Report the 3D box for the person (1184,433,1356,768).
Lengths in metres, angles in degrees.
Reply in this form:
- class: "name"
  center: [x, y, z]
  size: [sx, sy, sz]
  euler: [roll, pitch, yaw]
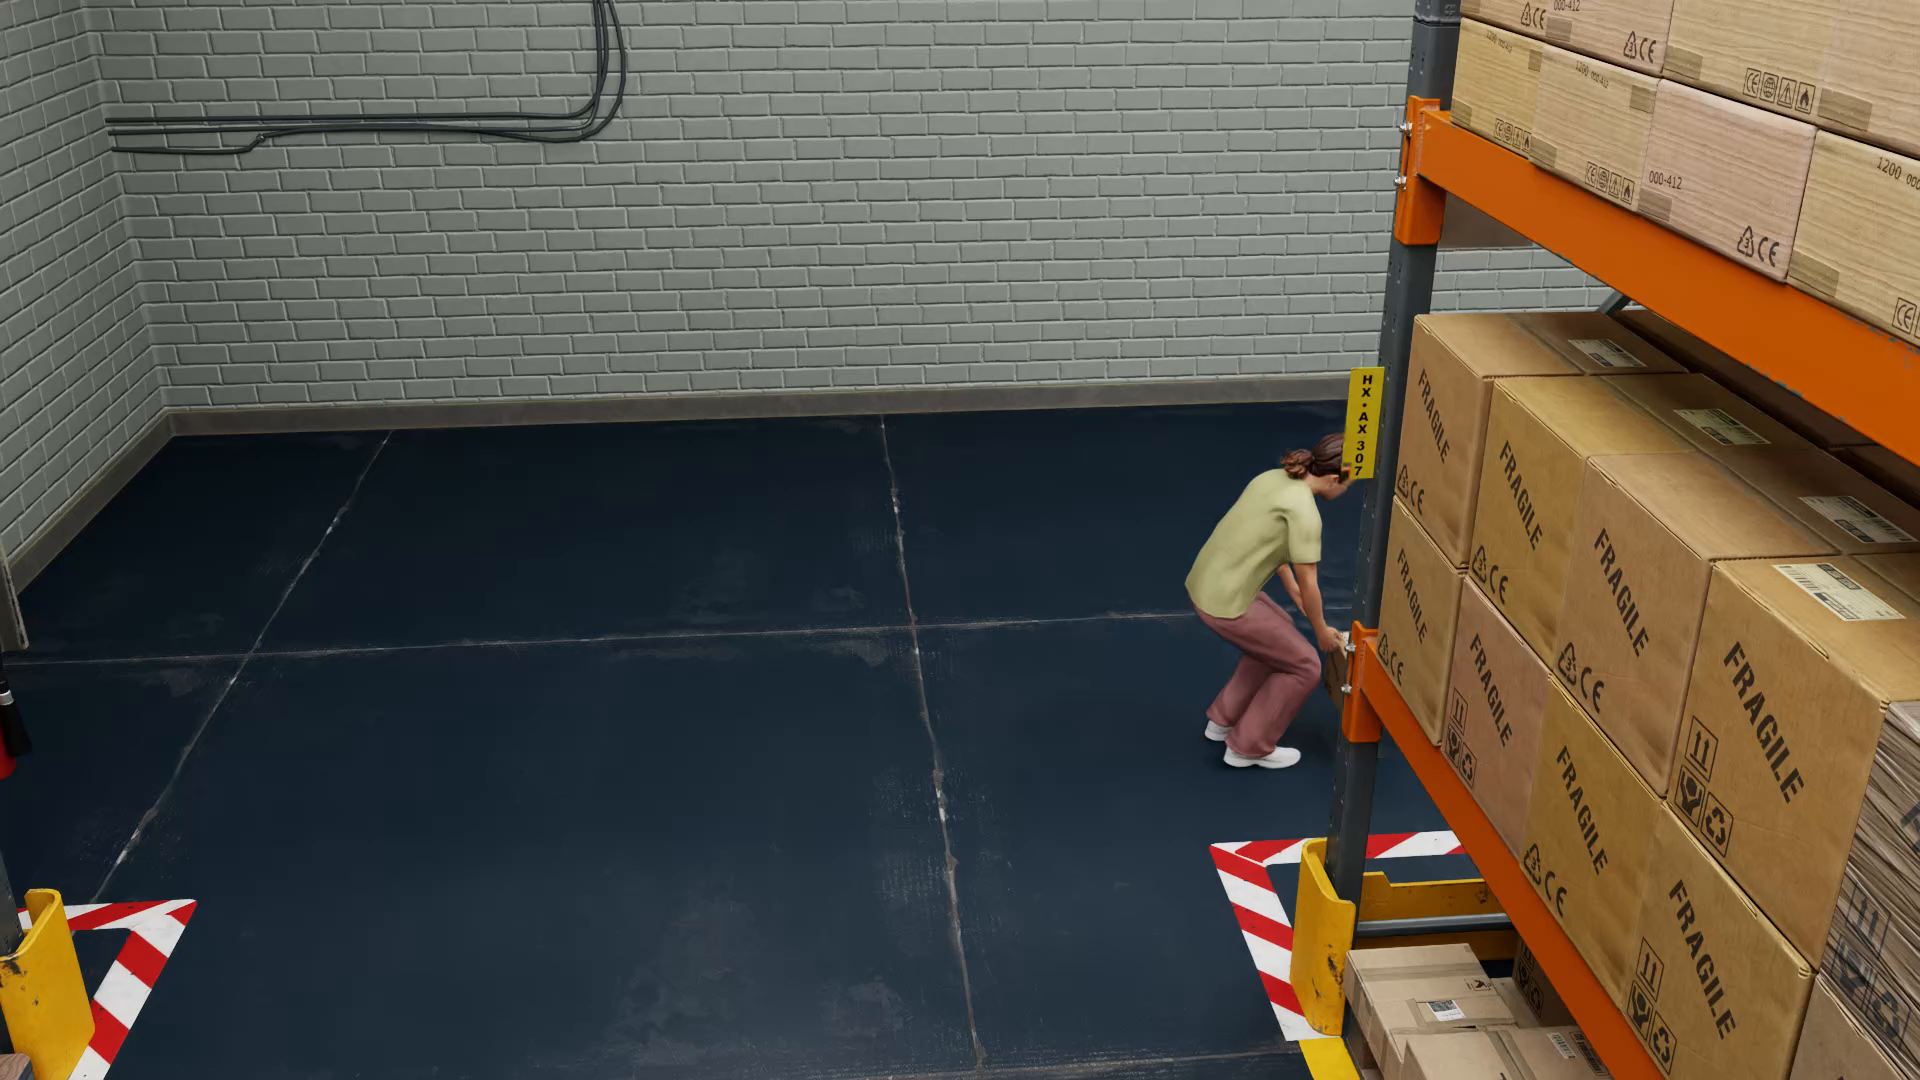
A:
- class: "person"
  center: [1.212, 0.224, 6.523]
  size: [0.665, 1.335, 0.511]
  euler: [-2, 24, -5]
